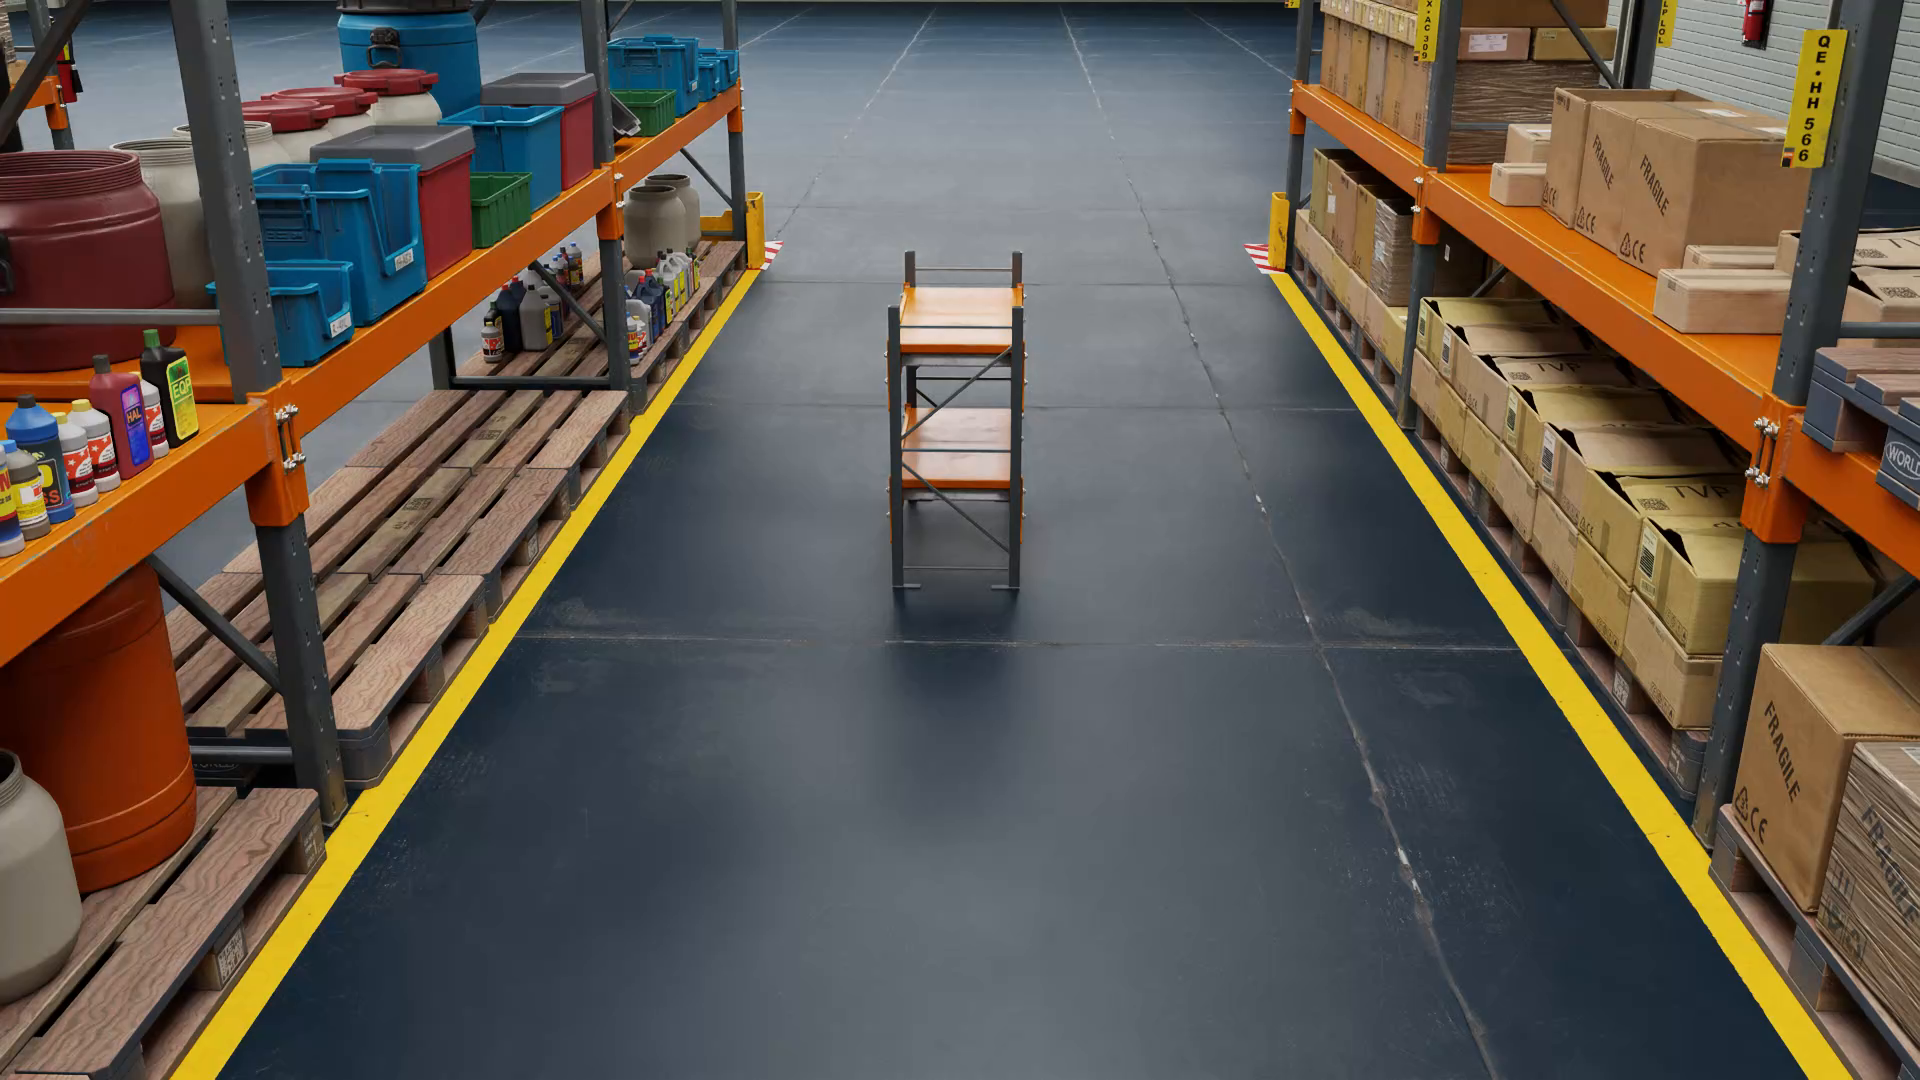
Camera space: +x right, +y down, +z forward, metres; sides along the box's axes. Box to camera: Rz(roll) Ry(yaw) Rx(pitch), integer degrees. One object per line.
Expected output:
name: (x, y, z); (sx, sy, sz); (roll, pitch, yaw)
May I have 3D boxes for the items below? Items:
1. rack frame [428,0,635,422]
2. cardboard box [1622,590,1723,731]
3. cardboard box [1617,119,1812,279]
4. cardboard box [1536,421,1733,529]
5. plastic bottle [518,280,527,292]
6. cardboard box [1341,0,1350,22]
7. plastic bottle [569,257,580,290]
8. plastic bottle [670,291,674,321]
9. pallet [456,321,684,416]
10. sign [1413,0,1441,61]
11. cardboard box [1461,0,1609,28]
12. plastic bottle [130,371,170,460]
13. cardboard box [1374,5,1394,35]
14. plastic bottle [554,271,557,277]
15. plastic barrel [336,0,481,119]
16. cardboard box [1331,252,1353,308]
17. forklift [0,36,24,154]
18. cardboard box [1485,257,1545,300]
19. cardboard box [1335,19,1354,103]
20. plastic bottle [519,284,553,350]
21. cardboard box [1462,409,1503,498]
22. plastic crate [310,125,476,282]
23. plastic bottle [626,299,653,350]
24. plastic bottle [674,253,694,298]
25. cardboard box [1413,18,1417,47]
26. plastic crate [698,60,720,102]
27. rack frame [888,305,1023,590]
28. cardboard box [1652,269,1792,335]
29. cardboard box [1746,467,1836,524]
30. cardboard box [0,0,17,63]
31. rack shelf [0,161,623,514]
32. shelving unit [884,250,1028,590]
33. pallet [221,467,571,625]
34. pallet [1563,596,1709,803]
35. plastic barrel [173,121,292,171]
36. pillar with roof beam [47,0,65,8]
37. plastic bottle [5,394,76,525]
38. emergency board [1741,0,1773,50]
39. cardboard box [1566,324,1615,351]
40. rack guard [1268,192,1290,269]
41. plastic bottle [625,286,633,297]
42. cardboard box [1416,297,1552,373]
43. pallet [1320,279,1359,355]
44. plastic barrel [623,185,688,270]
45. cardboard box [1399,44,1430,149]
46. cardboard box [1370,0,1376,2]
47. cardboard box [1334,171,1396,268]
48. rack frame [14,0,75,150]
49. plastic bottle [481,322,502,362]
rack frame: (-2.203, -2.026, 8.104); (1.000, 3.000, 0.127); (1, 21, 2)
cardboard box: (2.399, 0.369, 5.152); (0.500, 0.250, 0.500); (1, 21, 3)
cardboard box: (2.661, -1.178, 5.779); (0.500, 0.500, 0.500); (0, 21, -1)
cardboard box: (2.424, -0.262, 6.003); (0.500, 0.311, 0.500); (0, 21, 1)
plastic bottle: (-2.502, -1.330, 9.456); (0.061, 0.283, 0.133); (2, 21, 5)
cardboard box: (2.619, -3.349, 10.479); (0.380, 0.149, 0.250); (0, 21, 1)
plastic bottle: (-2.451, -1.684, 10.481); (0.097, 0.201, 0.097); (0, 21, 0)
plastic bottle: (-1.725, -1.384, 9.711); (0.097, 0.201, 0.097); (0, 21, 0)
pallet: (-2.140, -0.969, 9.234); (1.003, 0.211, 1.213); (1, 21, 2)
sign: (2.194, -2.416, 7.804); (0.100, 0.325, 0.005); (1, 21, 2)
cardboard box: (2.756, -2.782, 8.121); (0.700, 0.500, 0.500); (1, 21, 2)
plastic bottle: (-1.932, -0.295, 3.917); (0.097, 0.201, 0.097); (0, 21, 0)
cardboard box: (2.588, -2.975, 9.515); (0.380, 0.149, 0.250); (1, 21, 3)
plastic bottle: (-2.464, -1.525, 10.073); (0.097, 0.201, 0.097); (0, 21, 0)
plastic barrel: (-2.517, -2.124, 7.662); (0.600, 0.901, 0.708); (1, 21, 2)
cardboard box: (2.584, -1.597, 10.218); (0.500, 0.250, 0.500); (1, 21, 2)
forklift: (-4.857, -1.619, 7.150); (1.130, 2.935, 3.031); (2, 21, 5)
cardboard box: (3.075, -1.398, 8.670); (0.500, 0.500, 0.500); (1, 21, 2)
cardboard box: (2.832, -3.105, 10.746); (0.700, 0.500, 0.500); (1, 21, 3)
plastic bottle: (-2.327, -1.231, 9.108); (0.144, 0.351, 0.185); (1, 21, 2)
cardboard box: (2.459, -0.369, 7.054); (0.500, 0.250, 0.500); (0, 21, 0)
plastic crate: (-1.969, -1.191, 5.863); (0.402, 0.464, 0.583); (1, 21, 2)
plastic bottle: (-1.772, -1.189, 9.104); (0.152, 0.276, 0.135); (1, 21, 4)
plastic bottle: (-1.734, -1.648, 10.287); (0.152, 0.276, 0.135); (1, 21, 2)
cardboard box: (2.558, -2.604, 8.559); (0.380, 0.149, 0.250); (0, 21, 0)
plastic crate: (-1.822, -2.984, 10.779); (0.499, 0.251, 0.408); (1, 21, 2)
rack frame: (-0.016, -0.338, 6.345); (0.500, 1.125, 0.032); (1, 21, 2)
cardboard box: (2.378, -0.735, 5.124); (0.380, 0.149, 0.250); (1, 21, 2)
cardboard box: (2.944, -0.076, 5.523); (0.500, 0.311, 0.500); (0, 21, 0)
cardboard box: (-7.076, -3.514, 11.389); (0.875, 0.500, 0.500); (1, 21, 2)
rack shelf: (-2.263, -0.968, 6.371); (1.077, 0.370, 4.000); (1, 21, 2)
shelving unit: (0.000, -0.522, 6.819); (0.538, 1.125, 1.048); (1, 21, 2)
pallet: (-2.222, 0.000, 6.736); (1.003, 0.211, 1.213); (1, 21, 2)
pallet: (2.691, 0.479, 5.504); (1.003, 0.211, 1.213); (1, 21, 2)
plastic barrel: (-2.494, -1.159, 5.714); (0.421, 0.512, 0.421); (0, 21, 0)
pillar with roof beam: (-17.605, -17.044, 38.516); (9.100, 9.000, 0.400); (1, 21, 2)
plastic bottle: (-1.945, -0.174, 3.508); (0.097, 0.271, 0.097); (0, 21, 0)
emergency board: (8.961, -6.163, 18.767); (0.194, 1.169, 0.643); (1, 21, 2)
cardboard box: (3.013, -0.808, 7.410); (0.500, 0.311, 0.500); (1, 21, 3)
rack guard: (2.871, -2.260, 12.162); (1.175, 0.500, 0.348); (1, 21, 2)
plastic bottle: (-1.879, -1.300, 9.397); (0.097, 0.271, 0.097); (0, 21, 0)
cardboard box: (2.487, -0.999, 7.902); (0.500, 0.311, 0.500); (1, 21, 2)
pallet: (2.849, -1.400, 10.345); (1.003, 0.211, 1.213); (1, 21, 2)
plastic barrel: (-2.040, -2.088, 11.123); (0.421, 0.512, 0.421); (0, 21, 0)
cardboard box: (2.765, -2.368, 8.848); (0.700, 0.500, 0.500); (0, 21, 1)
cardboard box: (2.816, -3.508, 9.991); (0.700, 0.500, 0.500); (1, 21, 2)
cardboard box: (2.583, -1.946, 10.083); (0.500, 0.500, 0.500); (1, 21, 2)
rack frame: (-7.032, -3.527, 11.972); (1.000, 3.000, 0.127); (1, 21, 2)
plastic bottle: (-2.503, -1.061, 8.878); (0.097, 0.201, 0.097); (0, 21, 0)
